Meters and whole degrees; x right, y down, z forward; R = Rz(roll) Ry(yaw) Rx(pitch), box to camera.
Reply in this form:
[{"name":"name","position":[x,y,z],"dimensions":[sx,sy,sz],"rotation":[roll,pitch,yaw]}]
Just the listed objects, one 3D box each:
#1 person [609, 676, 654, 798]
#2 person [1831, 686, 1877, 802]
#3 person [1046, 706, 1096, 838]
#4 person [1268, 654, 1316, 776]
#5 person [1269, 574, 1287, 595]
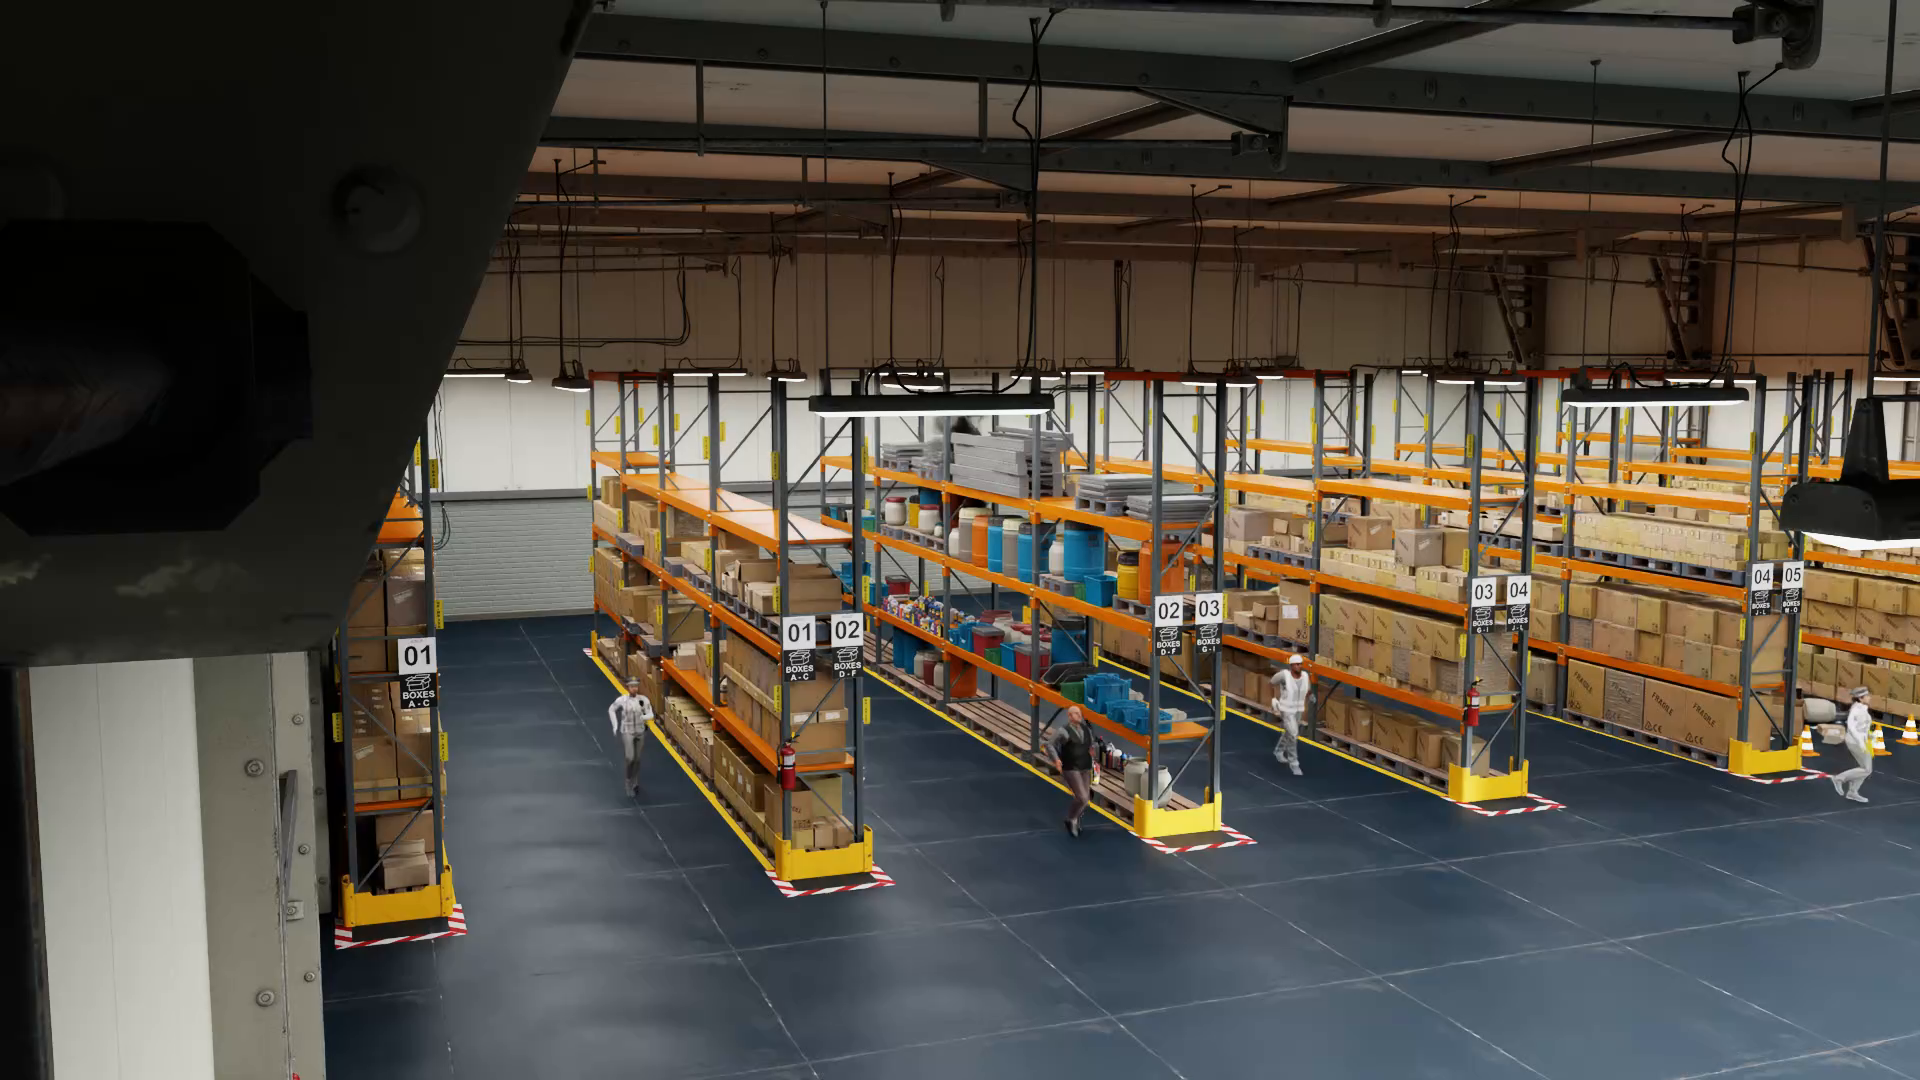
[{"name":"person","position":[-4.715,2.822,23.984],"dimensions":[0.576,1.749,0.719],"rotation":[-3,7,-26]},{"name":"person","position":[12.722,2.880,23.638],"dimensions":[0.547,1.669,0.638],"rotation":[3,7,27]},{"name":"person","position":[1.544,3.053,21.885],"dimensions":[0.631,1.722,0.626],"rotation":[-5,8,-36]},{"name":"person","position":[5.057,2.629,25.368],"dimensions":[0.599,1.828,0.918],"rotation":[-3,7,-27]},{"name":"person","position":[6.865,1.557,35.354],"dimensions":[0.550,1.666,0.668],"rotation":[-3,7,-24]}]
